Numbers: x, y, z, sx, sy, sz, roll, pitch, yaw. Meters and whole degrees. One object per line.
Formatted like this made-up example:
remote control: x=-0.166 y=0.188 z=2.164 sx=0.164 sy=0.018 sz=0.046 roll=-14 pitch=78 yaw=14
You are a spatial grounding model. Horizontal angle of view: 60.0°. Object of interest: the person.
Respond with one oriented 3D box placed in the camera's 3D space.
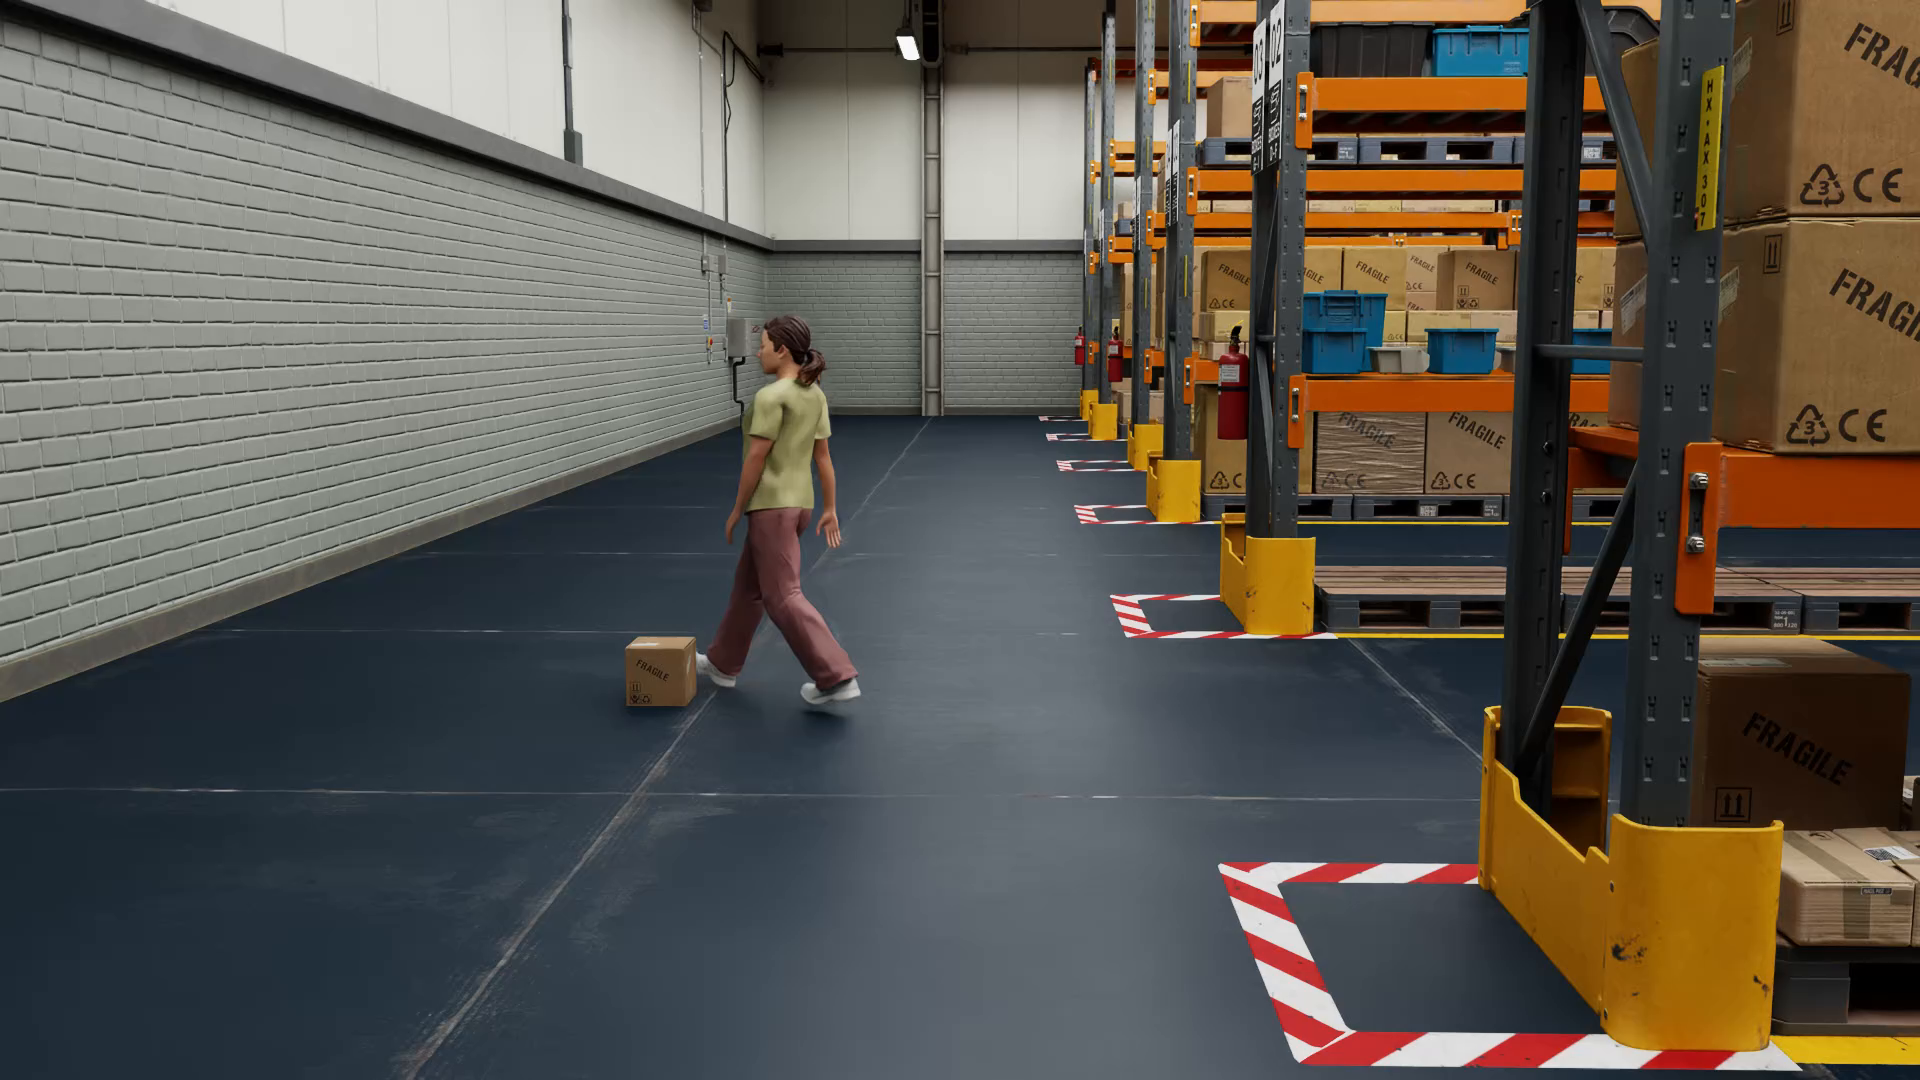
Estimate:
person: x=-0.822 y=-0.131 z=6.956 sx=1.041 sy=1.610 sz=0.461 roll=3 pitch=8 yaw=25
